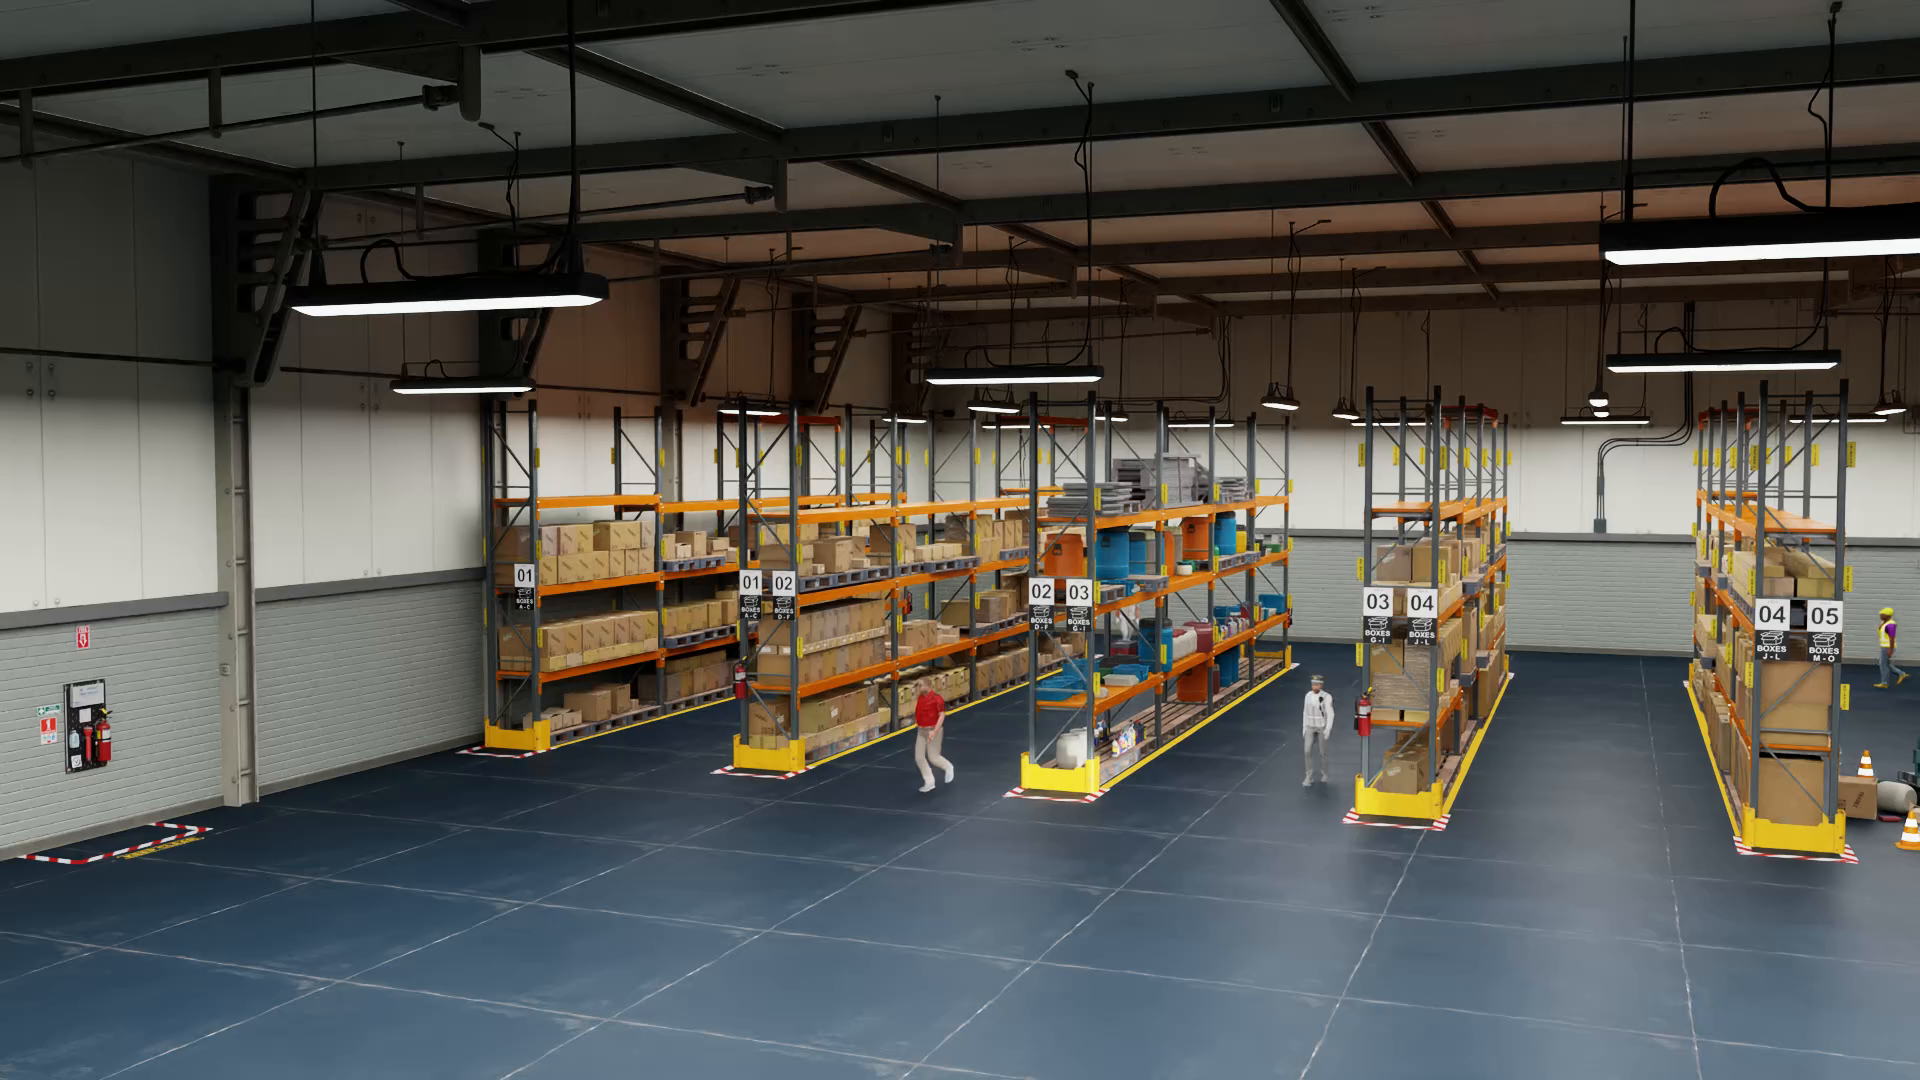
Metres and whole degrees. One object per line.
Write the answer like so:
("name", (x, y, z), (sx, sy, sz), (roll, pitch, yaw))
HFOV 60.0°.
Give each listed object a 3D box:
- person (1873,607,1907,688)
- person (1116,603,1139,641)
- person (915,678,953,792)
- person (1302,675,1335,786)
("person", (20.193, 2.337, 36.070), (0.661, 1.755, 0.582), (1, 3, 25))
("person", (4.246, 2.055, 42.088), (0.568, 1.822, 0.794), (-1, 3, -12))
("person", (-0.425, 2.922, 25.141), (0.590, 1.699, 0.631), (2, 4, 41))
("person", (5.488, 2.918, 25.537), (0.539, 1.698, 0.599), (2, 4, 38))
